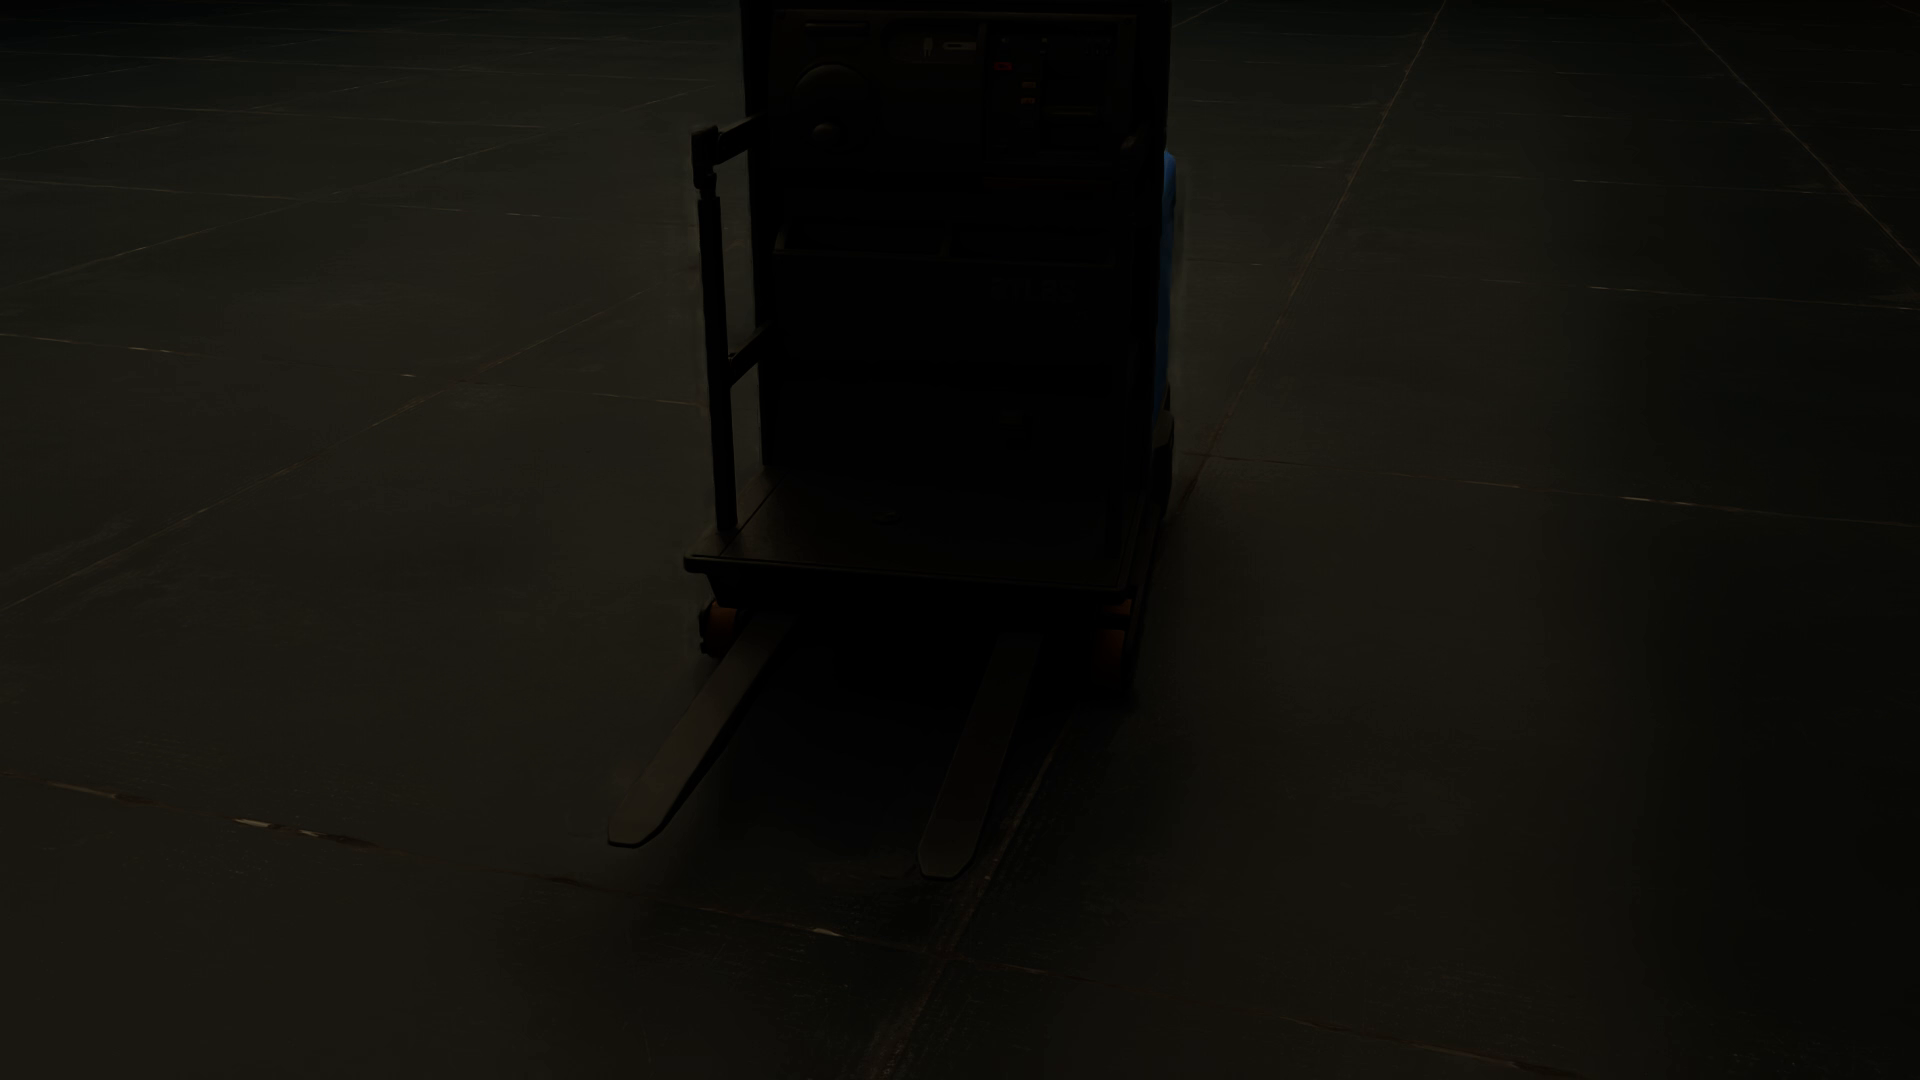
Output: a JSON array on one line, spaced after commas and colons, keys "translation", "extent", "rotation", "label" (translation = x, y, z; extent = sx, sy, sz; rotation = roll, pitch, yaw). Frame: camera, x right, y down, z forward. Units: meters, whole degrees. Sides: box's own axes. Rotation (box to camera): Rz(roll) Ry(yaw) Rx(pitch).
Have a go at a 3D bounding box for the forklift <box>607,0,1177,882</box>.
[{"translation": [-0.063, -1.120, 3.992], "extent": [1.130, 2.935, 3.031], "rotation": [4, 23, 10], "label": "forklift"}]
